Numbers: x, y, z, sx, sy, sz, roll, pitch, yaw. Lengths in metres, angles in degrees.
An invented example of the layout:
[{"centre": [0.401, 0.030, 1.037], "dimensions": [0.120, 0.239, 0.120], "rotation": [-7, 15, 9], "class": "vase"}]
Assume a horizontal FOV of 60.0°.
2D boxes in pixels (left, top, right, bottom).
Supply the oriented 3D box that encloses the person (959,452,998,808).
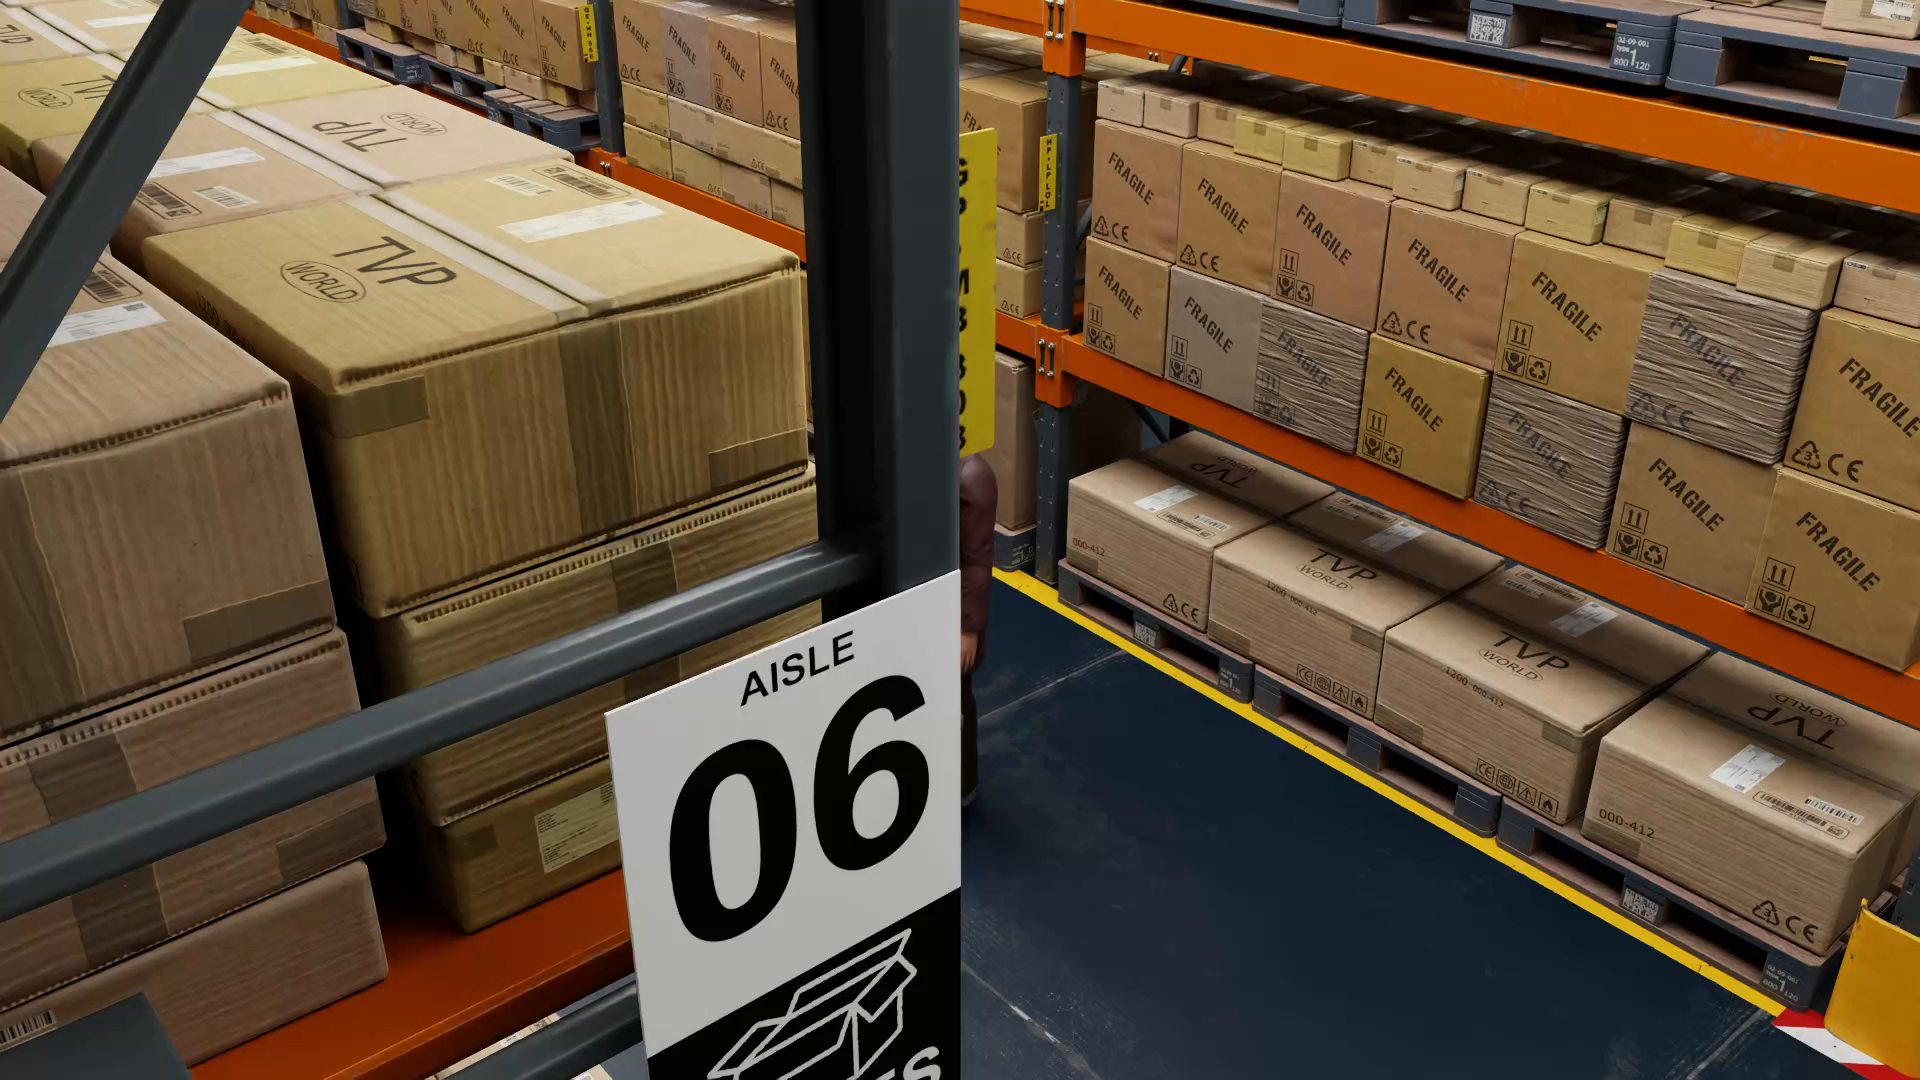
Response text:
[{"centre": [-0.109, 0.243, 6.166], "dimensions": [0.411, 1.818, 0.640], "rotation": [-21, 34, -35], "class": "person"}]
